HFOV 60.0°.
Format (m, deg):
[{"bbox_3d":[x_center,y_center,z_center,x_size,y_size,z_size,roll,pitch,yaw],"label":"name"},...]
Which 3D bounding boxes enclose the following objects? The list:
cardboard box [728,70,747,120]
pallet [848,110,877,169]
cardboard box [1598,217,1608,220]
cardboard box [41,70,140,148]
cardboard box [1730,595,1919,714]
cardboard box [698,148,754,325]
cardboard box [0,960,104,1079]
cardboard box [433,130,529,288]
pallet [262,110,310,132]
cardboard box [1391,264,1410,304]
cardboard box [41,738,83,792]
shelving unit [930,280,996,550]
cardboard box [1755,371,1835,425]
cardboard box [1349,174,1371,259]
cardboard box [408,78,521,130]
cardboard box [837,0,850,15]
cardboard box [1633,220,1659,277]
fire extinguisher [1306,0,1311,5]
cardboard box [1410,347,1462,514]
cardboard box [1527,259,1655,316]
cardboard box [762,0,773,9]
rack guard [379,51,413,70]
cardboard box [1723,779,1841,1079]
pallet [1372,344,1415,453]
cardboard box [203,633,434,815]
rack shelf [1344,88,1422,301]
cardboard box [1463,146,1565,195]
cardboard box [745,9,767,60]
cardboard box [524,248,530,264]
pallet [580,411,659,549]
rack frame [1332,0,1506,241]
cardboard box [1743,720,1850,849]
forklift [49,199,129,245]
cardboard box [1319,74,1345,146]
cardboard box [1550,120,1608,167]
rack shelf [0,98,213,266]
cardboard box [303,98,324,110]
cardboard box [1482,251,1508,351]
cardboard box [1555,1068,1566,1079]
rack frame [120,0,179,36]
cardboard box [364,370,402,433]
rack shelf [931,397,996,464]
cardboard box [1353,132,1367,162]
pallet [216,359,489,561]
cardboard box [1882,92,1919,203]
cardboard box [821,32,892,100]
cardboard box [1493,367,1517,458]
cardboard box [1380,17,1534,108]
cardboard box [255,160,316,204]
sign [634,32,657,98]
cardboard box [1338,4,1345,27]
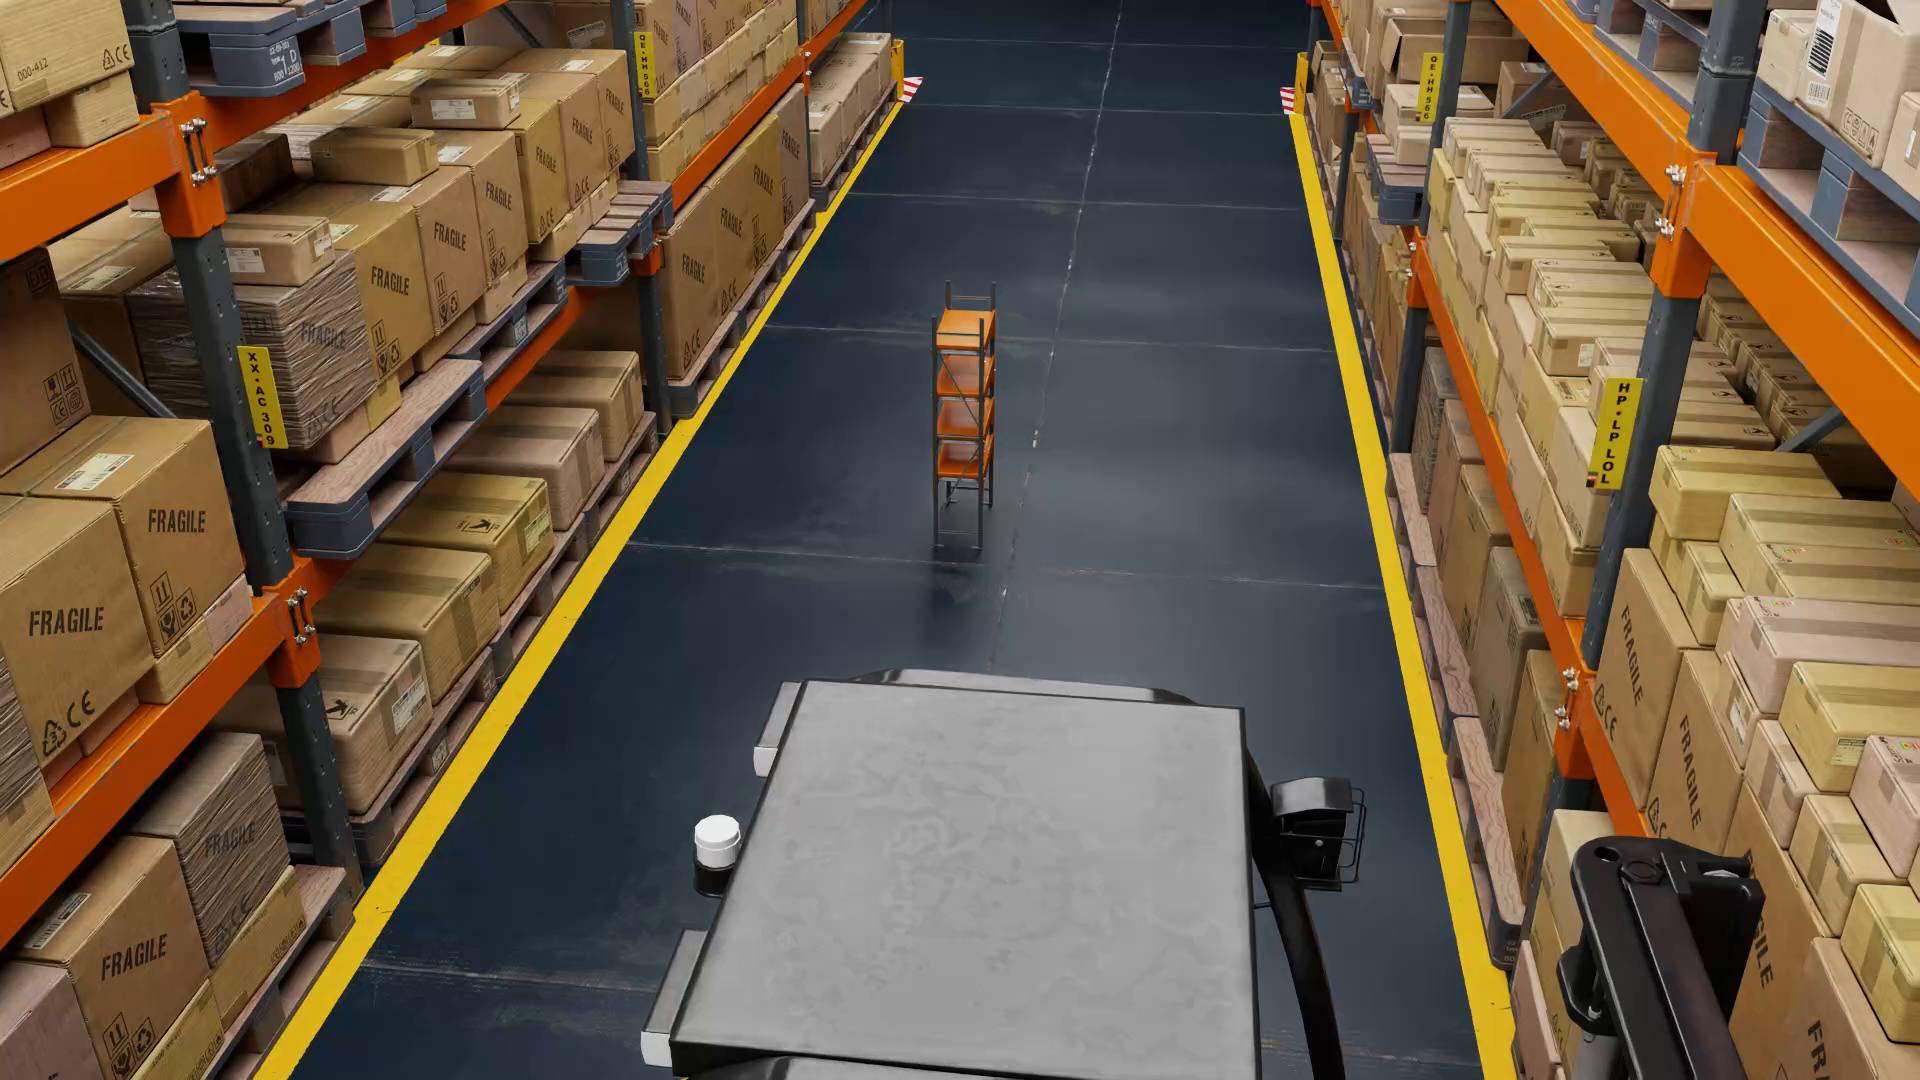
[{"bbox_3d":[-1.650,-2.824,10.488,0.500,0.250,0.500,3,28,6],"label":"cardboard box"},{"bbox_3d":[-1.324,-3.537,14.594,1.003,0.211,1.213,3,28,6],"label":"pallet"},{"bbox_3d":[2.890,-1.116,6.790,0.500,0.250,0.500,3,28,6],"label":"cardboard box"},{"bbox_3d":[-2.358,-1.114,4.257,0.380,0.149,0.250,3,29,6],"label":"cardboard box"},{"bbox_3d":[1.873,0.253,3.515,0.380,0.149,0.250,4,29,7],"label":"cardboard box"},{"bbox_3d":[-1.851,-1.942,10.490,0.875,0.875,0.875,4,29,7],"label":"cardboard box"},{"bbox_3d":[-2.550,1.399,4.156,0.500,0.500,0.500,5,29,9],"label":"cardboard box"},{"bbox_3d":[-2.093,-1.344,6.720,0.500,0.500,0.500,2,28,4],"label":"cardboard box"},{"bbox_3d":[-6.373,-3.742,14.974,1.003,0.211,1.213,3,28,6],"label":"pallet"},{"bbox_3d":[2.607,-1.414,9.220,0.380,0.149,0.250,2,28,4],"label":"cardboard box"},{"bbox_3d":[-2.536,0.562,4.309,0.380,0.149,0.250,3,28,5],"label":"cardboard box"},{"bbox_3d":[0.020,-0.606,8.110,0.258,1.200,0.503,3,28,6],"label":"shelving unit"},{"bbox_3d":[2.646,-0.389,5.020,0.380,0.149,0.250,2,28,5],"label":"cardboard box"},{"bbox_3d":[2.947,-2.168,11.304,0.500,0.500,0.500,3,28,6],"label":"cardboard box"},{"bbox_3d":[-2.052,-1.812,6.905,0.380,0.149,0.250,2,28,4],"label":"cardboard box"},{"bbox_3d":[-1.191,-4.556,13.438,0.500,0.500,0.500,4,29,7],"label":"cardboard box"},{"bbox_3d":[2.787,-1.107,6.353,0.380,0.149,0.250,4,29,8],"label":"cardboard box"},{"bbox_3d":[3.334,-5.330,15.455,0.296,0.674,0.183,3,28,6],"label":"fire extinguisher"},{"bbox_3d":[2.705,-0.513,8.100,0.875,0.625,0.625,4,29,8],"label":"cardboard box"},{"bbox_3d":[2.253,-0.890,5.950,0.380,0.149,0.250,4,29,7],"label":"cardboard box"},{"bbox_3d":[-1.503,-3.851,11.076,0.500,0.500,0.500,4,29,7],"label":"cardboard box"},{"bbox_3d":[-6.086,-4.822,16.674,1.175,0.500,0.348,3,28,6],"label":"rack guard"},{"bbox_3d":[1.883,0.851,3.402,0.500,0.500,0.500,3,28,6],"label":"cardboard box"},{"bbox_3d":[2.924,-0.788,9.490,1.003,0.211,1.213,3,28,6],"label":"pallet"},{"bbox_3d":[-2.560,0.655,6.200,0.950,0.372,0.625,4,29,7],"label":"cardboard box"},{"bbox_3d":[3.040,-2.291,10.098,1.077,0.370,4.000,3,28,6],"label":"rack shelf"},{"bbox_3d":[2.426,-1.615,7.295,0.380,0.149,0.250,4,29,8],"label":"cardboard box"},{"bbox_3d":[-1.566,-3.288,10.822,0.500,0.250,0.500,4,29,7],"label":"cardboard box"},{"bbox_3d":[-2.101,-1.248,7.226,0.380,0.149,0.250,4,29,7],"label":"cardboard box"},{"bbox_3d":[-2.229,-0.358,8.691,1.003,0.211,1.213,3,28,6],"label":"pallet"},{"bbox_3d":[3.285,-3.549,11.675,1.000,3.000,0.127,3,28,6],"label":"rack frame"},{"bbox_3d":[1.833,0.503,3.364,0.380,0.149,0.250,3,28,6],"label":"cardboard box"},{"bbox_3d":[-4.547,-1.938,8.757,1.130,2.935,3.031,4,29,7],"label":"forklift"},{"bbox_3d":[3.299,-3.591,13.945,0.500,0.500,0.500,4,29,7],"label":"cardboard box"},{"bbox_3d":[2.956,-1.831,7.697,0.380,0.149,0.250,4,29,8],"label":"cardboard box"},{"bbox_3d":[-2.867,-0.132,2.929,1.077,0.370,4.000,3,28,6],"label":"rack shelf"},{"bbox_3d":[-6.023,-4.014,15.101,0.380,0.149,0.250,4,29,7],"label":"cardboard box"},{"bbox_3d":[2.316,-0.903,6.394,0.500,0.250,0.500,4,29,7],"label":"cardboard box"},{"bbox_3d":[1.870,1.691,4.405,0.500,0.250,0.500,3,28,5],"label":"cardboard box"},{"bbox_3d":[-2.622,-2.711,3.794,1.000,3.000,0.127,3,28,6],"label":"rack frame"},{"bbox_3d":[-2.201,-0.503,5.843,0.380,0.149,0.250,4,29,7],"label":"cardboard box"},{"bbox_3d":[0.020,-0.547,8.142,0.258,0.148,0.480,3,28,6],"label":"rack shelf"},{"bbox_3d":[2.977,-2.766,11.730,0.380,0.149,0.250,5,29,9],"label":"cardboard box"},{"bbox_3d":[-2.384,-0.337,5.915,1.003,0.211,1.213,3,28,6],"label":"pallet"},{"bbox_3d":[1.854,-0.667,2.879,0.380,0.149,0.250,4,29,8],"label":"cardboard box"},{"bbox_3d":[-1.133,-4.459,15.623,0.875,0.438,0.875,2,28,4],"label":"cardboard box"},{"bbox_3d":[2.254,-0.439,6.060,0.500,0.250,0.500,4,29,7],"label":"cardboard box"},{"bbox_3d":[2.811,-2.676,9.502,0.797,0.503,0.637,3,28,5],"label":"cardboard box"},{"bbox_3d":[-2.665,-1.137,6.335,0.500,0.500,0.500,4,29,8],"label":"cardboard box"},{"bbox_3d":[-1.592,-2.401,8.406,0.100,0.325,0.005,3,28,6],"label":"sign"},{"bbox_3d":[3.154,-4.095,12.952,0.380,0.149,0.250,3,28,5],"label":"cardboard box"}]
